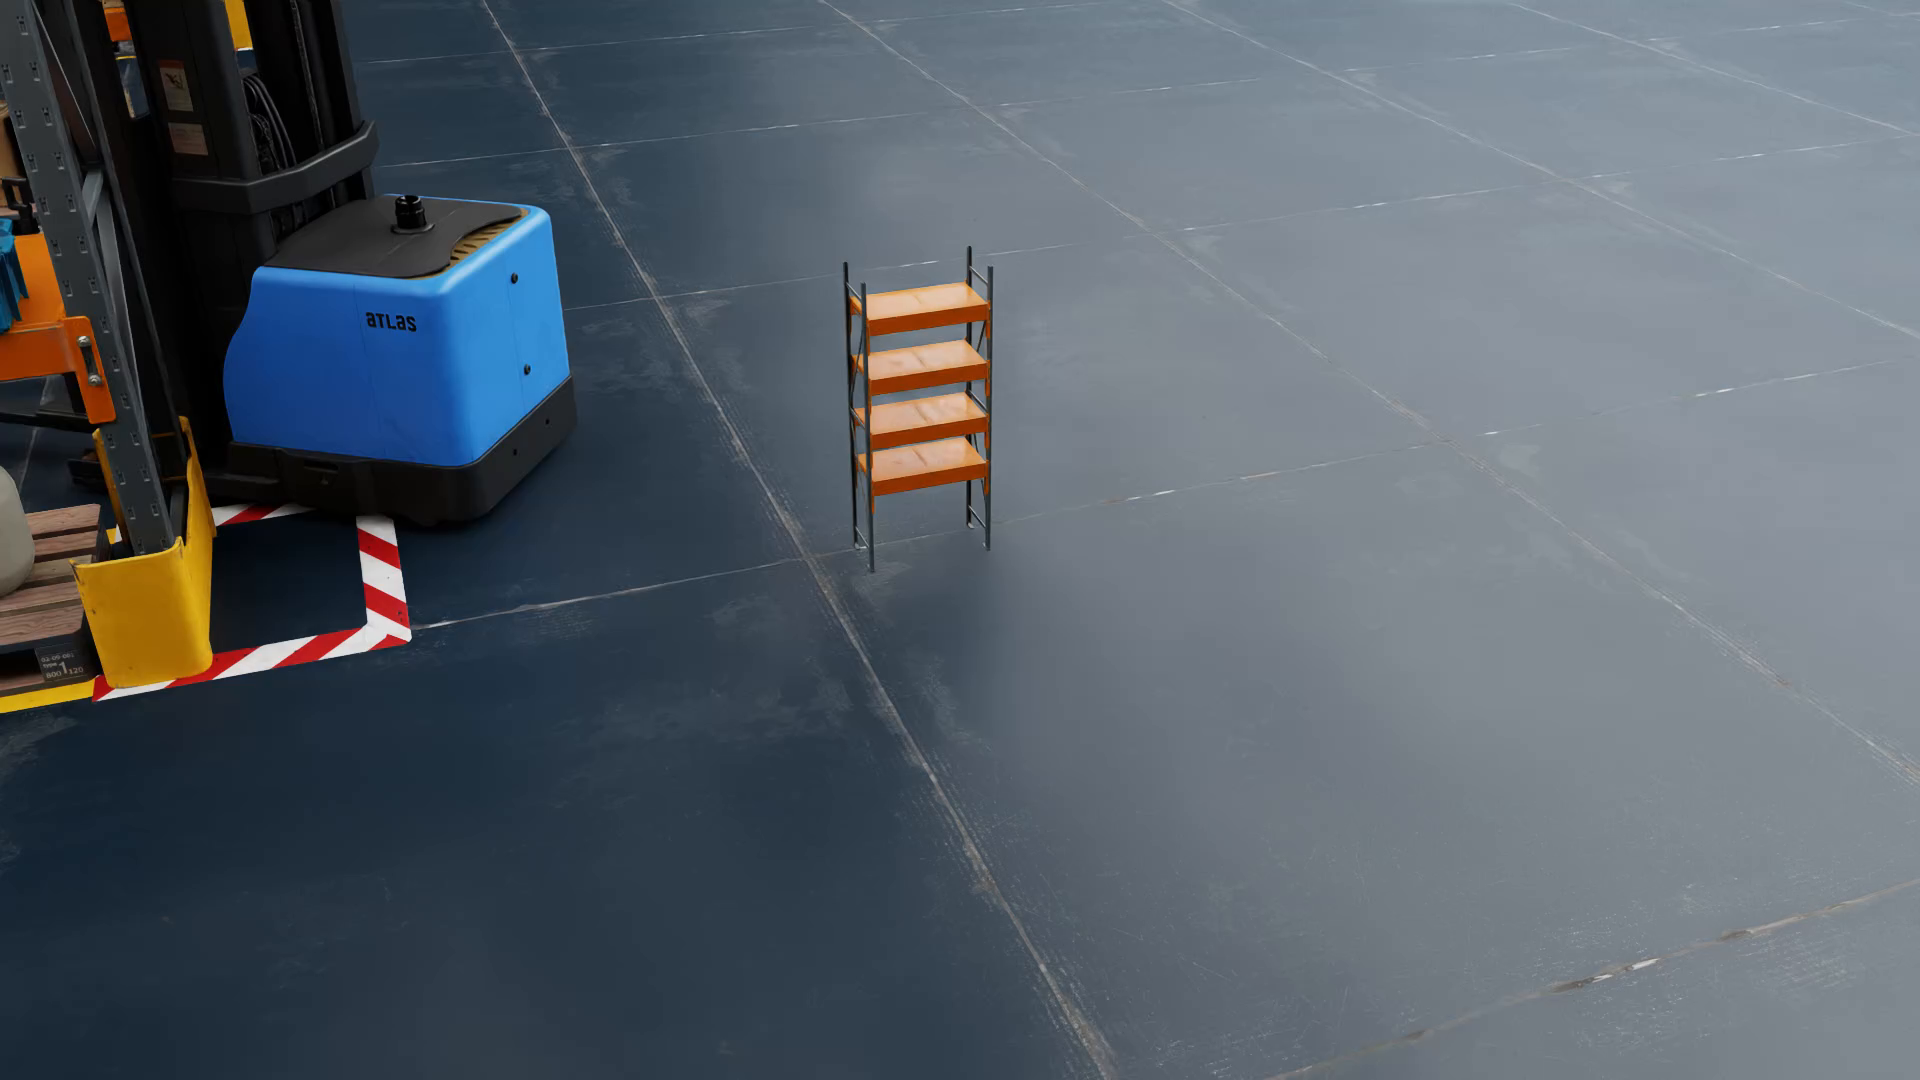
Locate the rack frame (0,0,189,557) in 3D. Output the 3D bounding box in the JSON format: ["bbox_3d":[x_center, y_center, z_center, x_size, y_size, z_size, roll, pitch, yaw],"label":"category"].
[{"bbox_3d":[-2.975,-1.107,5.663,0.127,3.000,1.000,-10,31,-18],"label":"rack frame"}]

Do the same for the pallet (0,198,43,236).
[{"bbox_3d":[-5.547,-2.056,10.146,1.213,0.211,1.003,-10,31,-18],"label":"pallet"}]

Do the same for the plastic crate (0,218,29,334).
[{"bbox_3d":[-3.339,-0.817,5.304,0.616,0.251,0.499,-10,31,-18],"label":"plastic crate"}]

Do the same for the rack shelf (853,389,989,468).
[{"bbox_3d":[-0.155,-0.434,6.436,0.480,0.148,0.258,-10,31,-18],"label":"rack shelf"}]

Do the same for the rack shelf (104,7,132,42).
[{"bbox_3d":[-6.576,-2.747,9.268,4.000,0.370,1.077,-10,31,-18],"label":"rack shelf"}]

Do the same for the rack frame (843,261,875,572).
[{"bbox_3d":[-0.384,-0.451,6.329,0.015,1.200,0.240,-10,31,-18],"label":"rack frame"}]

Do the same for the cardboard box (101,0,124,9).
[{"bbox_3d":[-4.897,-3.151,9.504,0.250,0.149,0.380,-10,31,-18],"label":"cardboard box"}]

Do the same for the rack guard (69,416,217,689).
[{"bbox_3d":[-3.030,0.014,6.220,0.348,0.500,1.175,-10,31,-18],"label":"rack guard"}]

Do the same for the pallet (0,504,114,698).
[{"bbox_3d":[-3.793,0.277,6.050,1.213,0.211,1.003,-10,31,-18],"label":"pallet"}]

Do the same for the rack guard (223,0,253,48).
[{"bbox_3d":[-6.314,-4.641,14.392,0.348,0.500,1.175,-10,31,-18],"label":"rack guard"}]

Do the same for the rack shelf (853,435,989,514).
[{"bbox_3d":[-0.155,-0.262,6.534,0.480,0.148,0.258,-10,31,-18],"label":"rack shelf"}]

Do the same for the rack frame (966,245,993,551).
[{"bbox_3d":[0.074,-0.535,6.477,0.015,1.200,0.240,-10,31,-18],"label":"rack frame"}]

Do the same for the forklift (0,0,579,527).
[{"bbox_3d":[-3.301,-1.705,6.781,3.031,2.935,1.130,7,30,12],"label":"forklift"}]

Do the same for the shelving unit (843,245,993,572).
[{"bbox_3d":[-0.155,-0.493,6.403,0.503,1.200,0.258,-10,31,-18],"label":"shelving unit"}]

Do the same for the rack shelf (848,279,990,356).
[{"bbox_3d":[-0.155,-0.834,6.208,0.480,0.148,0.258,-10,31,-18],"label":"rack shelf"}]

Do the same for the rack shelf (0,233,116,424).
[{"bbox_3d":[-4.849,-0.449,5.235,4.000,0.370,1.077,-10,31,-18],"label":"rack shelf"}]

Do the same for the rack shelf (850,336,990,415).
[{"bbox_3d":[-0.155,-0.629,6.325,0.480,0.148,0.258,-10,31,-18],"label":"rack shelf"}]

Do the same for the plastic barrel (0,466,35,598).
[{"bbox_3d":[-3.565,-0.059,5.913,0.421,0.512,0.421,0,30,0],"label":"plastic barrel"}]

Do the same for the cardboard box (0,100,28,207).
[{"bbox_3d":[-5.841,-2.282,9.826,0.500,0.500,0.500,-3,30,-5],"label":"cardboard box"}]

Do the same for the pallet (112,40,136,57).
[{"bbox_3d":[-7.059,-4.337,14.150,1.213,0.211,1.003,-10,31,-18],"label":"pallet"}]

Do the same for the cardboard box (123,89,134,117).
[{"bbox_3d":[-5.293,-2.401,10.035,0.500,0.500,0.500,-5,30,-8],"label":"cardboard box"}]
